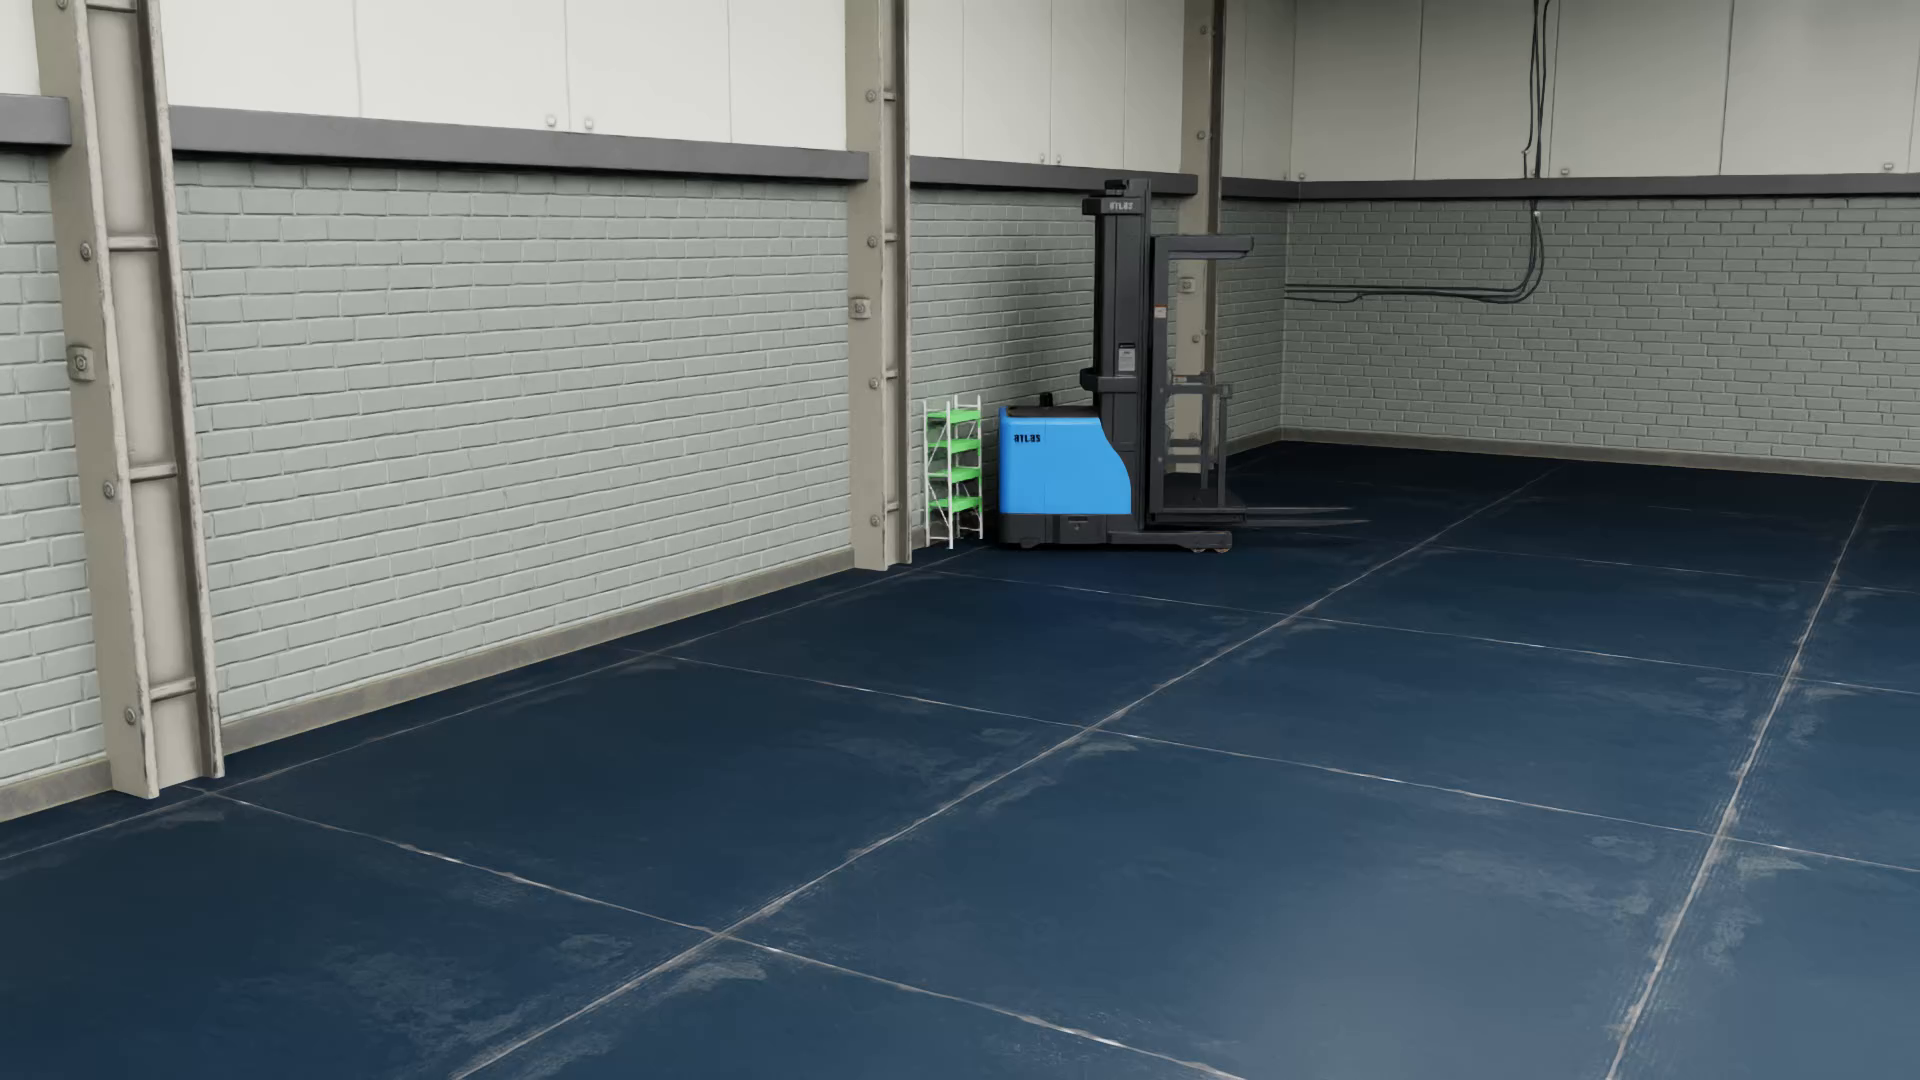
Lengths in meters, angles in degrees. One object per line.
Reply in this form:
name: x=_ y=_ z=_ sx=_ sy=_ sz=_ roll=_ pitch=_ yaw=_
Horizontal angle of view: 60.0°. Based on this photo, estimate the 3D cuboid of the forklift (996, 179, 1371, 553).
forklift: x=1.824 y=-1.438 z=13.585 sx=3.031 sy=2.935 sz=1.130 roll=0 pitch=11 yaw=0

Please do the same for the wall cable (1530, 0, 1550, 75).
wall cable: x=7.482 y=-6.211 z=17.303 sx=3.097 sy=2.526 sz=0.112 roll=6 pitch=12 yaw=31

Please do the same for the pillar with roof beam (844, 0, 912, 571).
pillar with roof beam: x=3.074 y=-3.821 z=9.825 sx=9.100 sy=9.000 sz=0.400 roll=6 pitch=12 yaw=31

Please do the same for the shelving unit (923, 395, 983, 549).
shelving unit: x=-0.053 y=-0.563 z=13.599 sx=0.258 sy=1.200 sz=0.503 roll=5 pitch=12 yaw=30

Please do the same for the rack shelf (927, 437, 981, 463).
rack shelf: x=-0.057 y=-0.737 z=13.569 sx=0.258 sy=0.148 sz=0.480 roll=5 pitch=12 yaw=30

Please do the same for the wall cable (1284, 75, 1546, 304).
wall cable: x=5.170 y=-3.987 z=19.148 sx=3.097 sy=2.526 sz=0.112 roll=6 pitch=12 yaw=31

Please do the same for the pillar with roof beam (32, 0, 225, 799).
pillar with roof beam: x=-0.041 y=-2.878 z=4.784 sx=9.100 sy=9.000 sz=0.400 roll=6 pitch=12 yaw=31

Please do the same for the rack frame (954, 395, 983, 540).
rack frame: x=0.071 y=-0.602 z=13.805 sx=0.240 sy=1.200 sz=0.015 roll=5 pitch=12 yaw=30

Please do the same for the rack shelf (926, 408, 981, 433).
rack shelf: x=-0.062 y=-0.973 z=13.527 sx=0.258 sy=0.148 sz=0.480 roll=5 pitch=12 yaw=30

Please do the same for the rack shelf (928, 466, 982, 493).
rack shelf: x=-0.052 y=-0.500 z=13.610 sx=0.258 sy=0.148 sz=0.480 roll=5 pitch=12 yaw=30

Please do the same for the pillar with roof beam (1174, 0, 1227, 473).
pillar with roof beam: x=6.189 y=-4.765 z=14.865 sx=9.100 sy=9.000 sz=0.400 roll=6 pitch=12 yaw=31

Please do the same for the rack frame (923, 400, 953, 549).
rack frame: x=-0.178 y=-0.525 z=13.393 sx=0.240 sy=1.200 sz=0.015 roll=5 pitch=12 yaw=30

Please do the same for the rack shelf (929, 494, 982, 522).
rack shelf: x=-0.047 y=-0.264 z=13.651 sx=0.258 sy=0.148 sz=0.480 roll=5 pitch=12 yaw=30
